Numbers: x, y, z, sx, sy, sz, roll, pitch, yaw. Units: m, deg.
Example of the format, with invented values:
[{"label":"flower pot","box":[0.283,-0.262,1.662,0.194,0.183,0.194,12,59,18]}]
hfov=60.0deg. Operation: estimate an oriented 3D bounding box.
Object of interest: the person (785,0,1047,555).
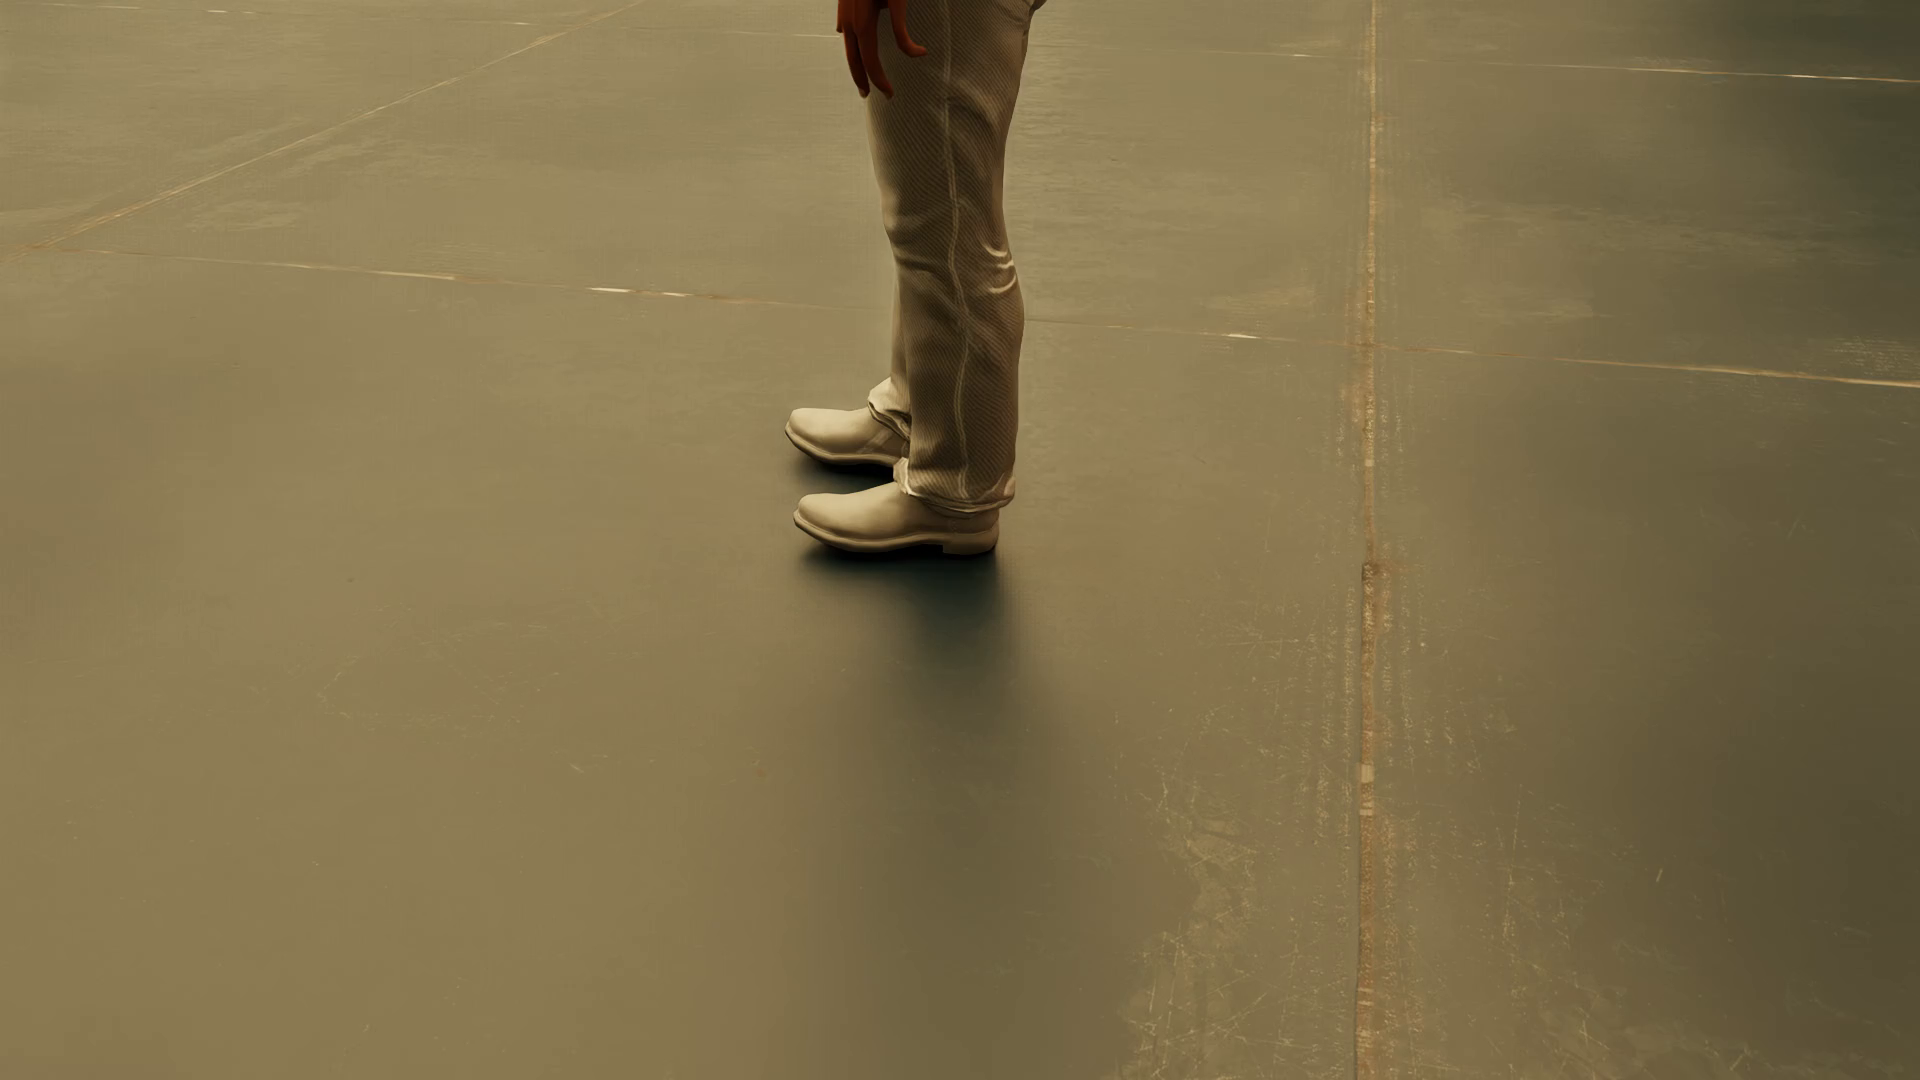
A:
[{"label":"person","box":[-0.067,-0.804,2.118,0.575,1.768,0.665,6,27,11]}]
